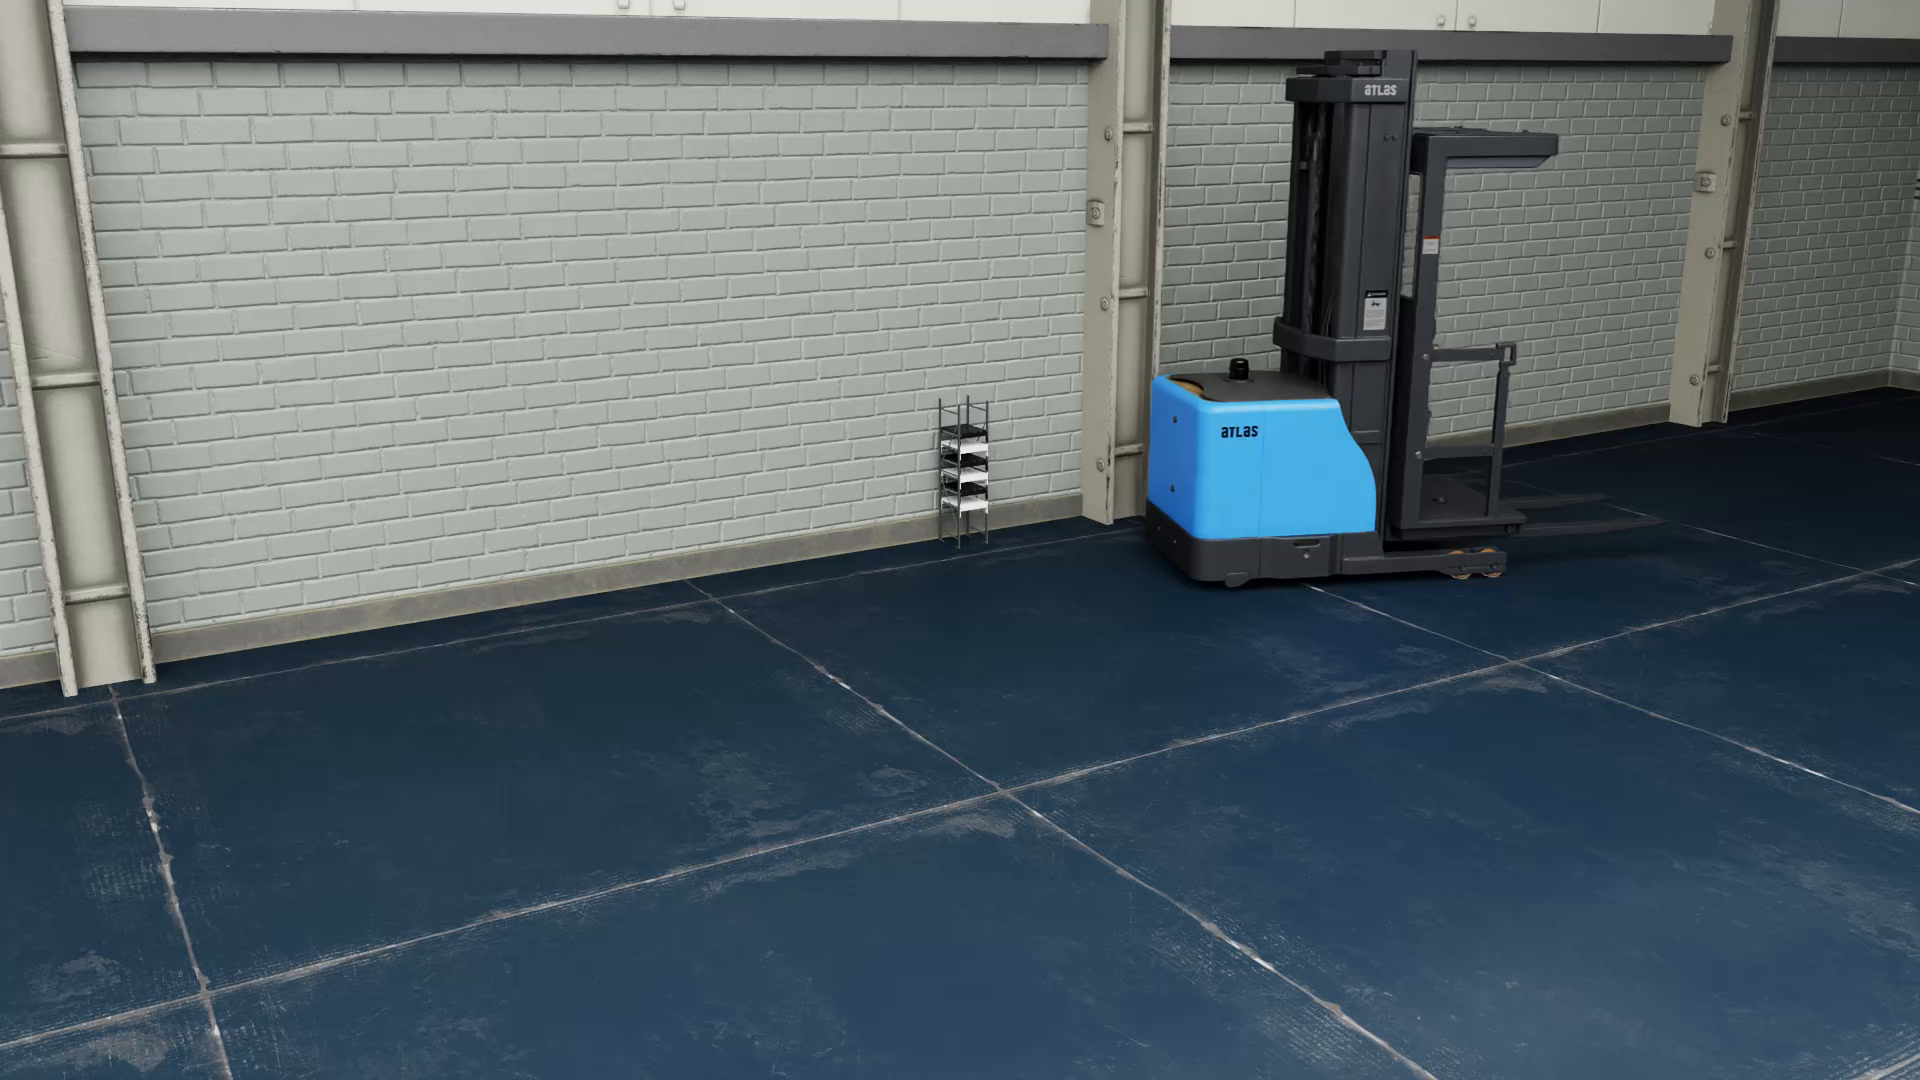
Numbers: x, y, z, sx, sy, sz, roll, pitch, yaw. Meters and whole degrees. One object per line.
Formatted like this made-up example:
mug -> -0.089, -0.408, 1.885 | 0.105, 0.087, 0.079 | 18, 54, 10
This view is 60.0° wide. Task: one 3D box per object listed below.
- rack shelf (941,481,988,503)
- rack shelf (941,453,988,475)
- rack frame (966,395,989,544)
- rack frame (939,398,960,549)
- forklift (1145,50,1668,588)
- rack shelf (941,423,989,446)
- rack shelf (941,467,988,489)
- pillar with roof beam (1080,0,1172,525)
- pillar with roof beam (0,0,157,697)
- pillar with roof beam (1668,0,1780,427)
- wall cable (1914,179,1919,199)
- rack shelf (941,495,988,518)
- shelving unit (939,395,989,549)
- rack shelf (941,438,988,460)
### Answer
rack shelf -> 0.021, -0.303, 10.278 | 0.200, 0.077, 0.258 | -10, 18, -31
rack shelf -> 0.021, -0.476, 10.229 | 0.200, 0.077, 0.258 | -10, 18, -31
rack frame -> 0.107, -0.436, 10.297 | 0.006, 0.900, 0.240 | -10, 18, -31
rack frame -> -0.065, -0.407, 10.193 | 0.006, 0.900, 0.240 | -10, 18, -31
forklift -> 2.702, -1.319, 9.686 | 3.031, 2.935, 1.130 | -3, 16, -10
rack shelf -> 0.021, -0.649, 10.181 | 0.200, 0.077, 0.258 | -10, 18, -31
rack shelf -> 0.021, -0.389, 10.254 | 0.200, 0.077, 0.258 | -10, 18, -31
pillar with roof beam -> 3.257, -3.499, 6.220 | 0.400, 9.000, 9.100 | -9, 18, -30
pillar with roof beam -> -1.887, -2.665, 3.244 | 0.400, 9.000, 9.100 | -9, 18, -30
pillar with roof beam -> 8.400, -4.333, 9.195 | 0.400, 9.000, 9.100 | -9, 18, -30
wall cable -> 9.389, -3.937, 13.537 | 0.112, 2.526, 3.097 | -9, 18, -30
rack shelf -> 0.021, -0.216, 10.303 | 0.200, 0.077, 0.258 | -10, 18, -31
shelving unit -> 0.021, -0.421, 10.245 | 0.210, 0.900, 0.258 | -10, 18, -31
rack shelf -> 0.021, -0.562, 10.205 | 0.200, 0.077, 0.258 | -10, 18, -31
